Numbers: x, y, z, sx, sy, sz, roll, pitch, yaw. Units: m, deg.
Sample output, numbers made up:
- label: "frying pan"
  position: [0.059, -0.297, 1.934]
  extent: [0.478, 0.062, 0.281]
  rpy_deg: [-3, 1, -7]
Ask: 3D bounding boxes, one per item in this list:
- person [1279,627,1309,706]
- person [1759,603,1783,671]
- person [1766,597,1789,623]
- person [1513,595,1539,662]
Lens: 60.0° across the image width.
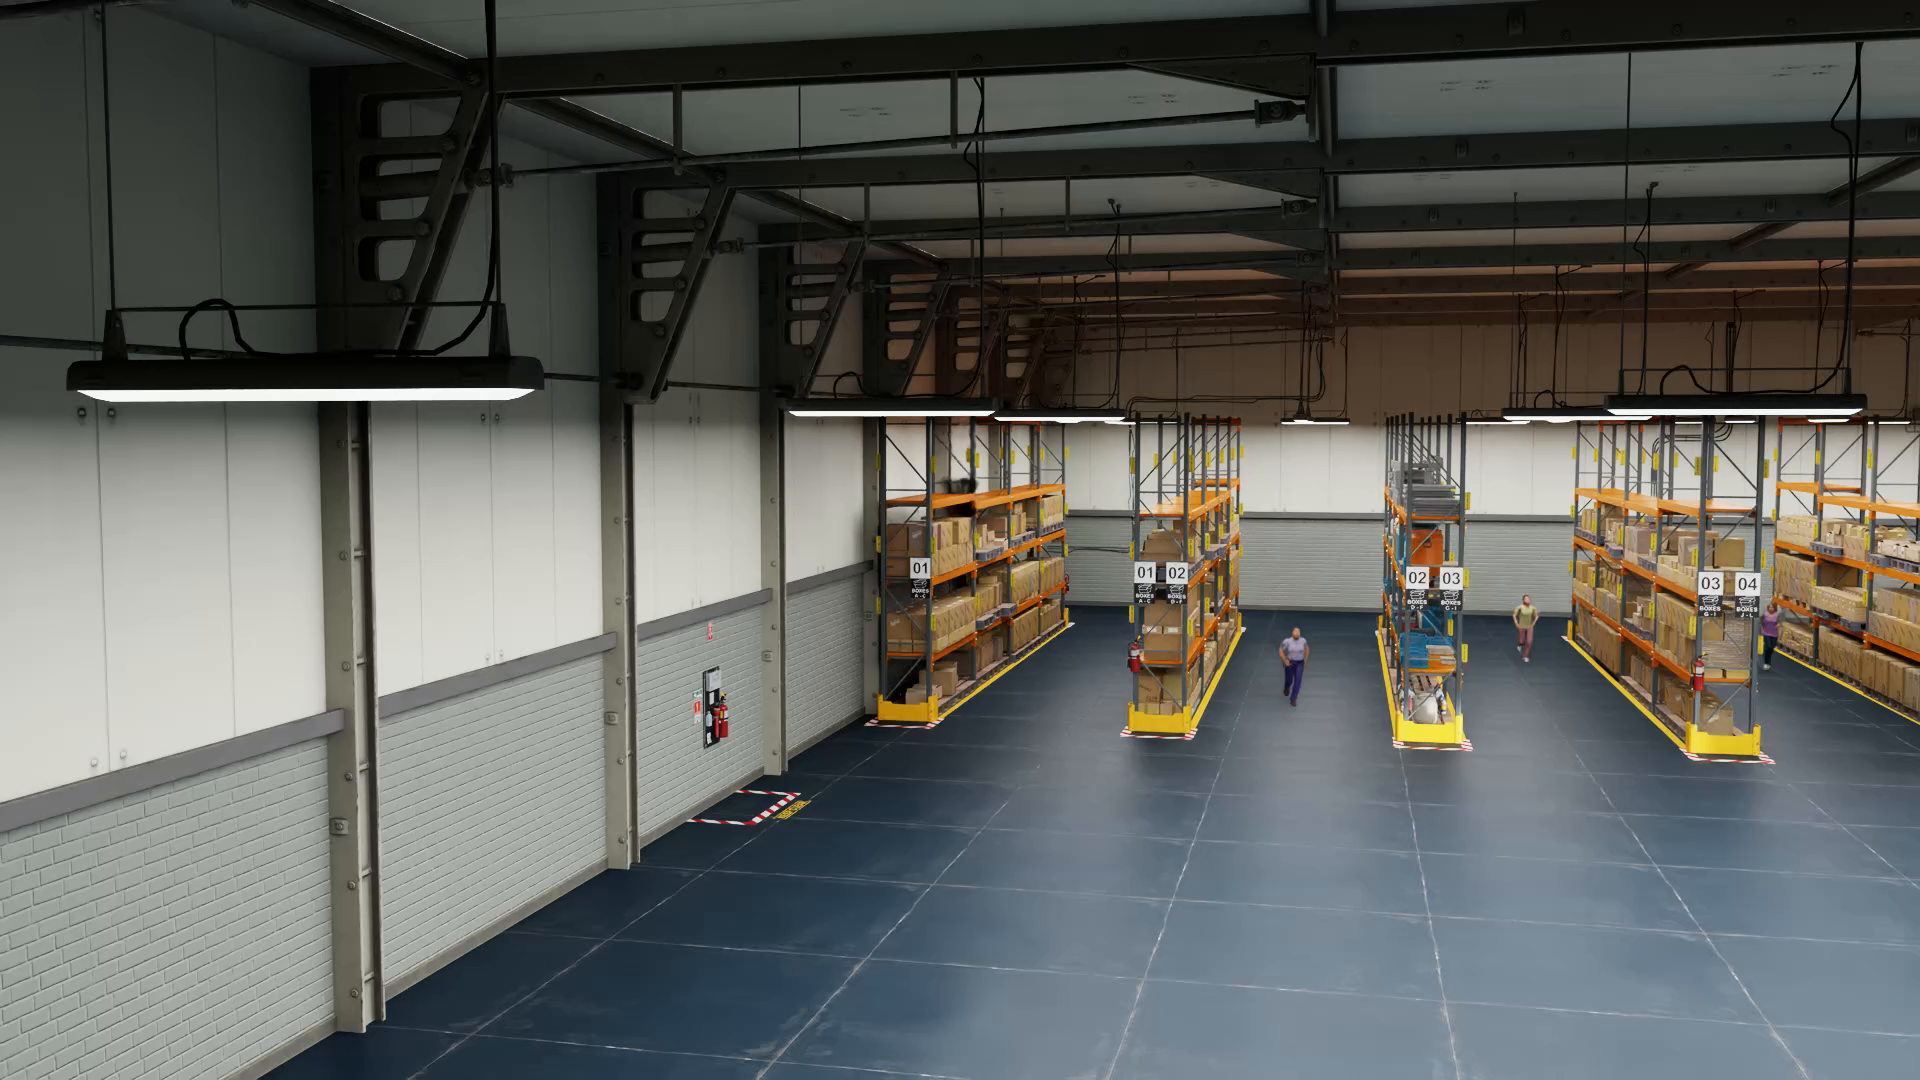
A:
- label: "person"
  position: [6.931, 2.601, 34.481]
  extent: [0.629, 1.627, 0.720]
  rpy_deg: [0, 4, -1]
- label: "person"
  position: [19.112, 2.297, 39.194]
  extent: [0.507, 1.603, 0.684]
  rpy_deg: [1, 4, 15]
- label: "person"
  position: [21.994, 1.879, 44.528]
  extent: [0.865, 1.722, 0.635]
  rpy_deg: [1, 4, 14]
- label: "person"
  position: [13.928, 2.157, 40.925]
  extent: [0.598, 1.619, 0.643]
  rpy_deg: [1, 4, 12]
